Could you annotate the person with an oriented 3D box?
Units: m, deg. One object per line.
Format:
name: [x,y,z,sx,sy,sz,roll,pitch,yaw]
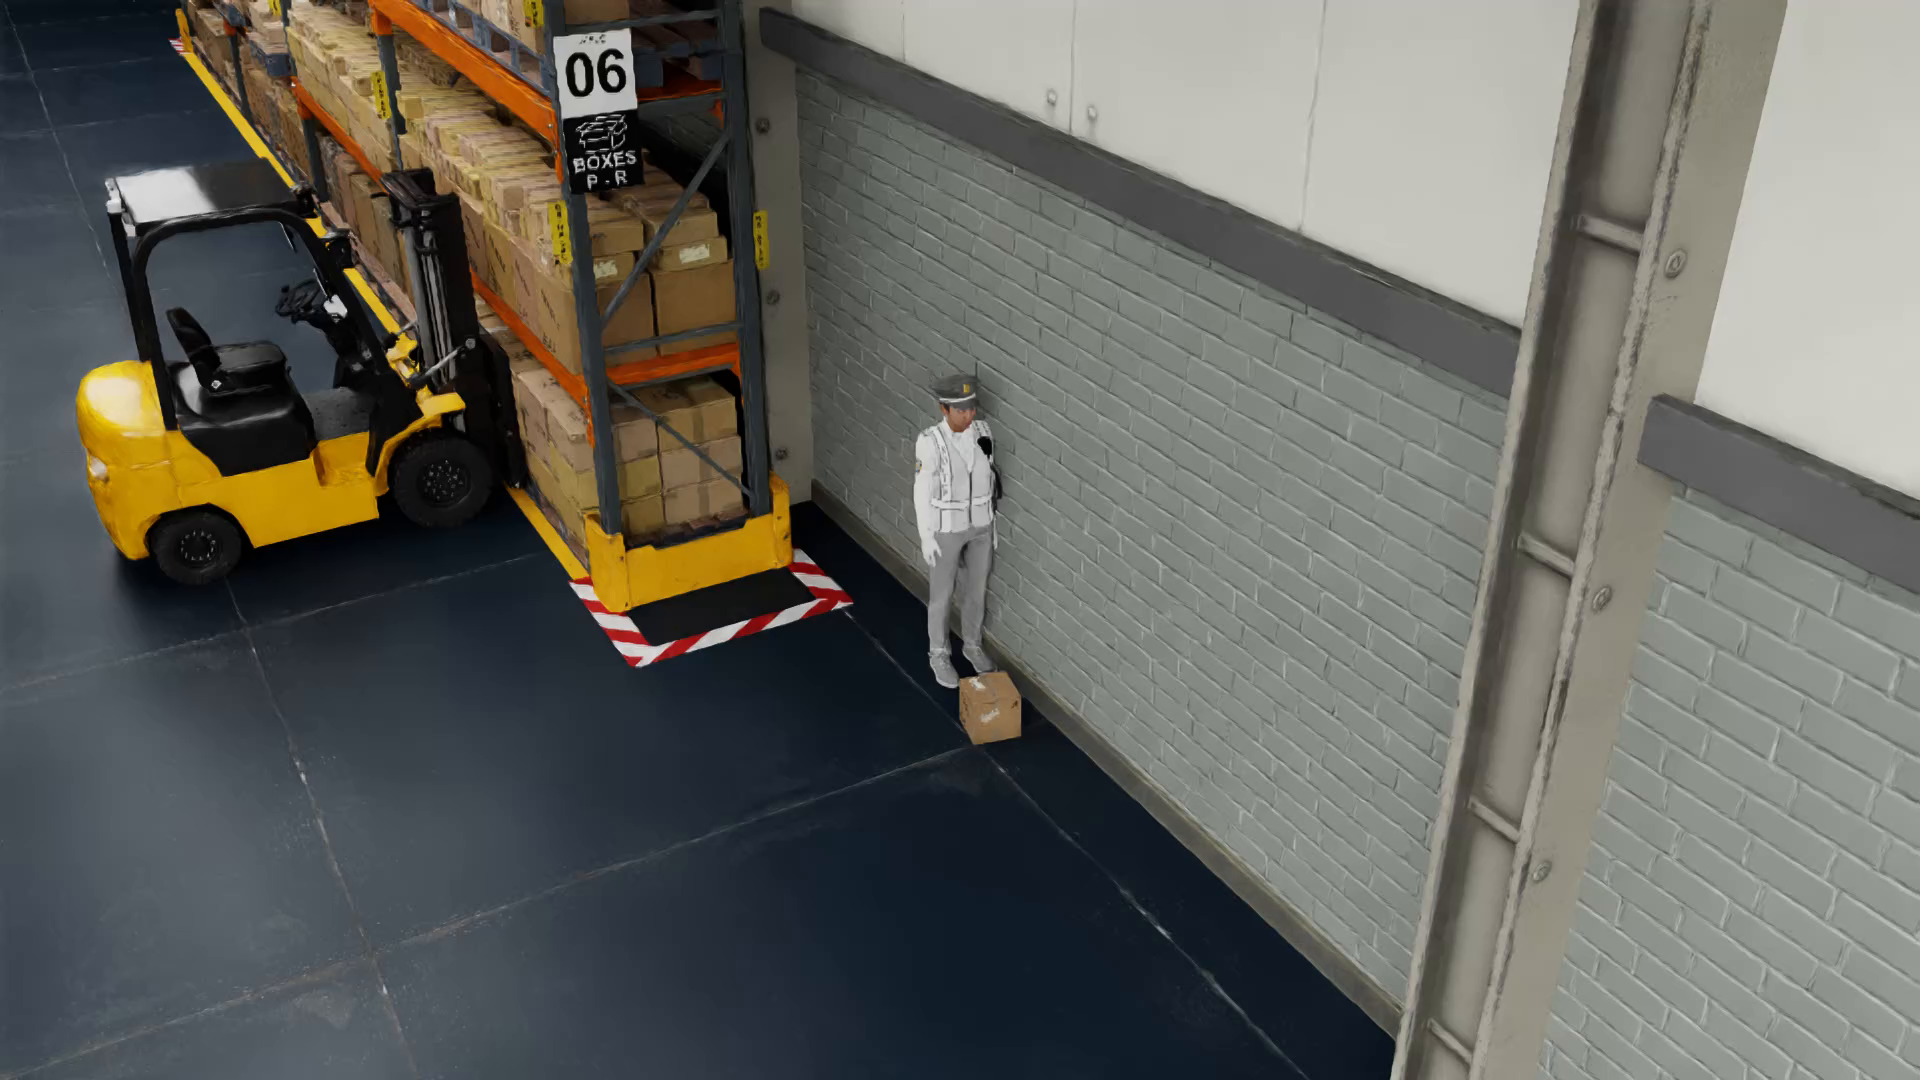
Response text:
person: [0.012,-0.058,8.588,0.491,1.685,0.385,-12,31,-21]
